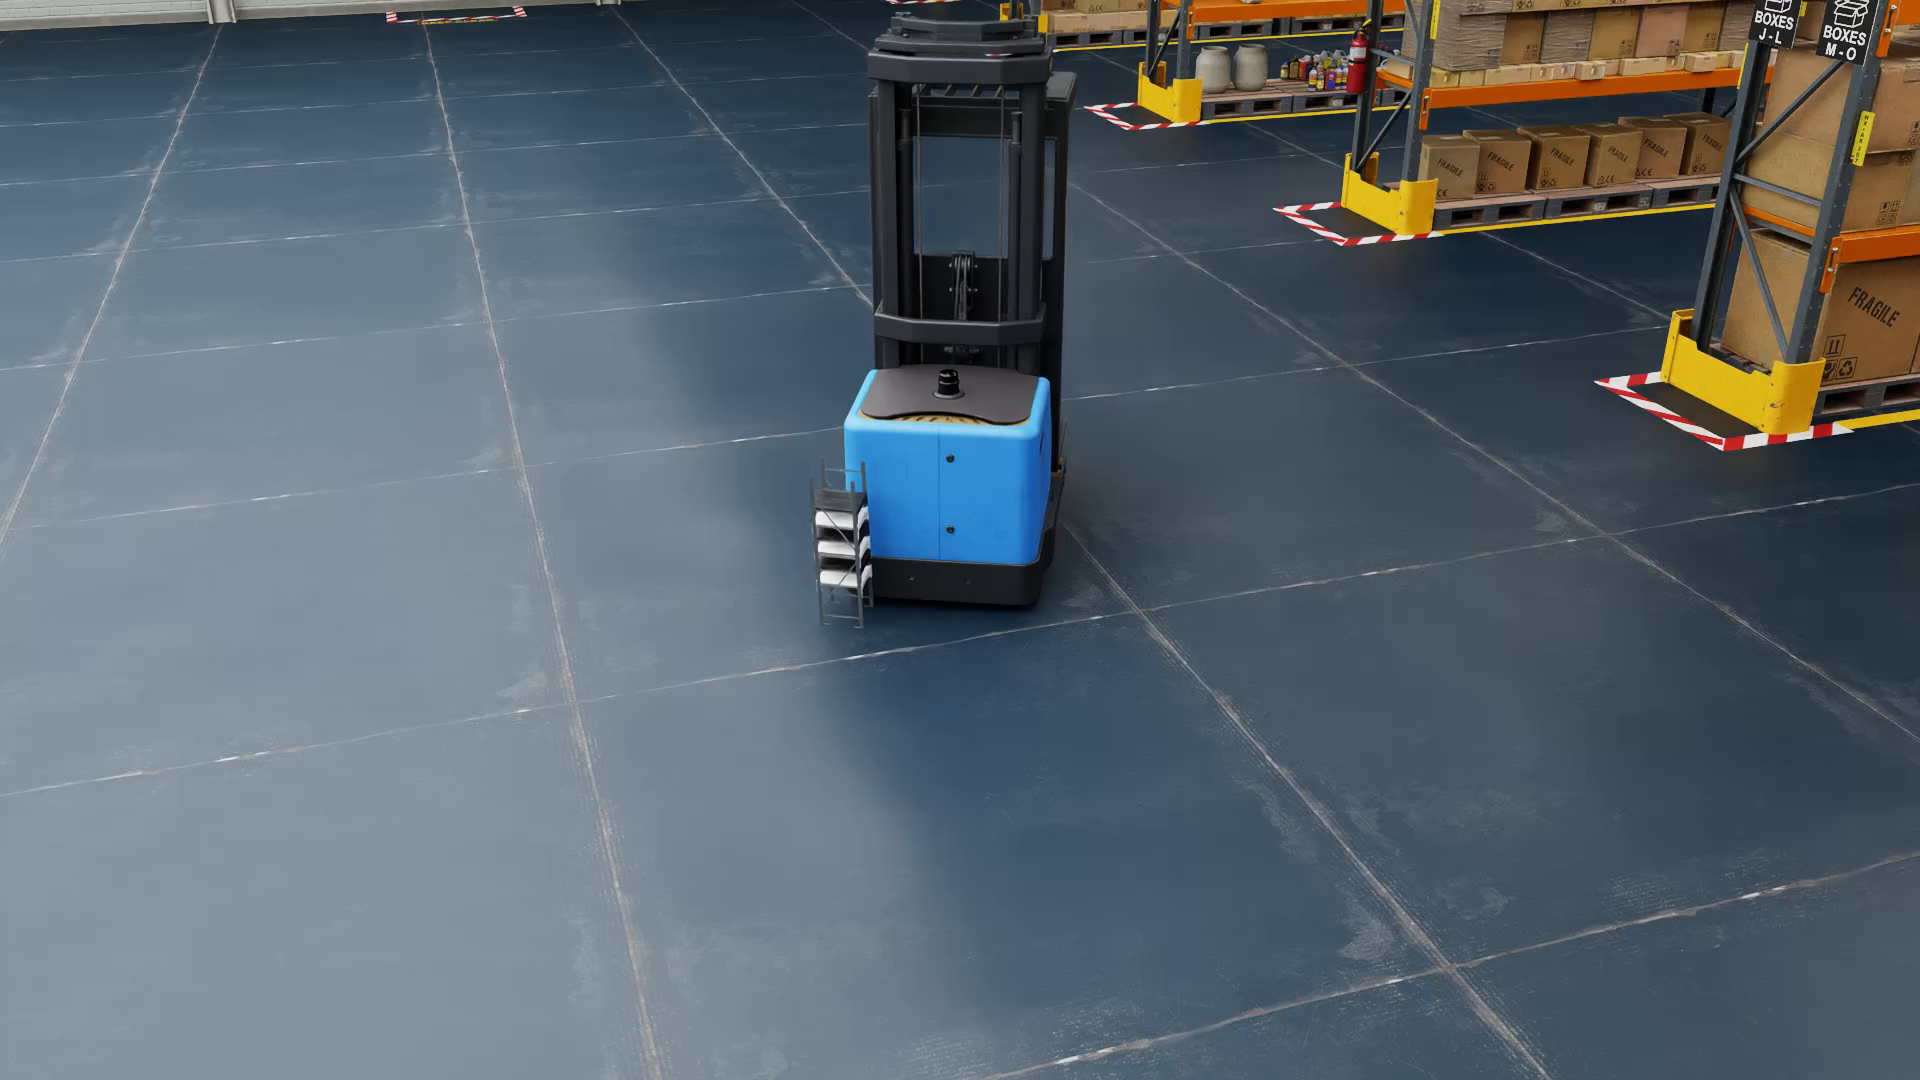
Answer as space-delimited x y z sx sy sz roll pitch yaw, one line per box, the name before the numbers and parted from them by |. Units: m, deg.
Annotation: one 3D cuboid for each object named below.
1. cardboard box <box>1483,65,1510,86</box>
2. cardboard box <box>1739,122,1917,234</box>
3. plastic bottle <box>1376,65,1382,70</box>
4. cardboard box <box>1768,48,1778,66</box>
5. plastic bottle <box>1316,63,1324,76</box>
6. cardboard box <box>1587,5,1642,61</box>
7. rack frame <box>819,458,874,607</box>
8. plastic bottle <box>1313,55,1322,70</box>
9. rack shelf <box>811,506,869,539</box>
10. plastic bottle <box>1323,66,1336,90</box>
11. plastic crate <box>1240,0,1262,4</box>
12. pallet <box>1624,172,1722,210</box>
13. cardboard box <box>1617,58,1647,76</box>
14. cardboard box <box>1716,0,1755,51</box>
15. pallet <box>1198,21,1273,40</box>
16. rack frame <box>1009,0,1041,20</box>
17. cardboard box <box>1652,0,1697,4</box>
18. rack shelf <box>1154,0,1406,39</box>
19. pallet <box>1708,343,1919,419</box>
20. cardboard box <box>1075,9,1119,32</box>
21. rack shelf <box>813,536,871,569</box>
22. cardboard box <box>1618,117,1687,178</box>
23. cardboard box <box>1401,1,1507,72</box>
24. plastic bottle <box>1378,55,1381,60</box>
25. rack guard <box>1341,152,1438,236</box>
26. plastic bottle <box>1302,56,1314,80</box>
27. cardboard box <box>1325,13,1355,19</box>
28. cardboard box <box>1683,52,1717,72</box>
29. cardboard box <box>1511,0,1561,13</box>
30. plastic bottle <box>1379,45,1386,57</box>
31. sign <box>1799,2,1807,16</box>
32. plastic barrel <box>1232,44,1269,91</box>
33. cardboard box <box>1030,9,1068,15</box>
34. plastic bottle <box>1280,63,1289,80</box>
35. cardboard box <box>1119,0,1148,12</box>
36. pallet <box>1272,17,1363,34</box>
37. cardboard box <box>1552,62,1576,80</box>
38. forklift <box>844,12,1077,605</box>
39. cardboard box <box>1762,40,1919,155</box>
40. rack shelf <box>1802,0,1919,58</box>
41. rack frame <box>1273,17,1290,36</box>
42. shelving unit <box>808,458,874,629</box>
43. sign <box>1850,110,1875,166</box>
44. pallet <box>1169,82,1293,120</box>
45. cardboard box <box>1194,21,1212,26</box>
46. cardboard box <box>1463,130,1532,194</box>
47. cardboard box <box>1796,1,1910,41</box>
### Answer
cardboard box | 4.840 -4.303 15.327 0.250 0.149 0.380 -8 28 -16
cardboard box | 5.788 -2.449 11.141 0.550 0.550 0.875 -8 28 -16
plastic bottle | 5.110 -5.742 20.512 0.135 0.276 0.152 -8 27 -15
cardboard box | 7.699 -4.707 16.140 0.250 0.149 0.380 -8 28 -16
plastic bottle | 4.522 -5.891 20.894 0.097 0.201 0.097 0 26 0
cardboard box | 5.946 -4.899 15.797 0.500 0.500 0.875 -8 28 -16
rack frame | -0.594 -0.030 8.755 0.240 0.900 0.006 6 33 11
plastic bottle | 4.466 -5.974 20.979 0.135 0.276 0.152 -9 28 -18
rack shelf | -0.618 -0.101 8.593 0.258 0.077 0.200 6 33 11
plastic bottle | 4.516 -5.638 20.294 0.133 0.283 0.061 -8 27 -15
plastic crate | 3.426 -6.386 19.536 0.250 0.136 0.298 -8 28 -16
pallet | 7.185 -3.617 16.798 1.213 0.211 1.003 -8 28 -16
cardboard box | 6.268 -4.507 15.737 0.250 0.149 0.380 -8 28 -16
cardboard box | 7.365 -5.116 16.234 0.500 0.500 0.875 -8 28 -16
pallet | 3.979 -7.822 25.268 1.213 0.211 1.003 -8 28 -16
rack frame | 0.945 -8.612 23.723 0.127 3.000 1.000 -8 28 -16
cardboard box | 6.519 -5.283 15.447 0.500 0.500 0.500 -8 28 -16
rack shelf | 4.377 -6.470 20.218 4.000 0.370 1.077 -8 28 -16
pallet | 6.185 -1.206 11.941 1.213 0.211 1.003 -8 28 -16
cardboard box | 1.998 -7.618 24.342 0.500 0.250 0.500 -8 28 -16
rack shelf | -0.614 0.052 8.689 0.258 0.077 0.200 6 33 11
cardboard box | 6.877 -3.922 16.615 0.500 0.500 0.500 0 26 0
cardboard box | 4.540 -4.665 15.326 0.500 0.500 0.875 -8 28 -16
plastic bottle | 5.282 -6.036 21.108 0.097 0.271 0.097 0 26 0
rack guard | 4.081 -3.313 15.862 0.348 0.500 1.175 -8 28 -16
plastic bottle | 4.367 -5.914 20.848 0.133 0.283 0.061 -8 28 -16
cardboard box | 5.695 -8.140 25.392 0.500 0.250 0.500 -8 27 -15
cardboard box | 6.999 -4.586 15.897 0.250 0.149 0.380 -8 28 -16
cardboard box | 5.094 -5.075 15.027 0.500 0.500 0.500 -8 28 -16
plastic bottle | 5.382 -6.142 21.234 0.185 0.351 0.144 -7 27 -15
sign | 7.988 -5.133 15.742 0.005 0.325 0.100 -8 28 -16
plastic barrel | 3.554 -5.782 20.350 0.421 0.512 0.421 0 26 0
cardboard box | 1.363 -7.767 24.641 0.500 0.250 0.500 -8 28 -16
plastic bottle | 4.086 -5.899 20.910 0.097 0.201 0.097 0 26 0
cardboard box | 2.470 -8.028 24.323 0.500 0.500 0.500 -8 28 -16
pallet | 5.437 -8.031 25.690 1.213 0.211 1.003 -8 28 -16
cardboard box | 5.540 -4.423 15.569 0.250 0.149 0.380 -8 28 -16
forklift | 0.078 -1.589 9.656 1.130 2.935 3.031 3 27 6
cardboard box | 5.814 -2.897 10.829 0.550 0.550 0.875 -8 28 -16
rack shelf | 7.350 -3.608 11.080 4.000 0.370 1.077 -8 28 -16
rack frame | 4.748 -9.162 24.832 0.127 3.000 1.000 -8 28 -16
shelving unit | -0.615 0.023 8.671 0.258 0.900 0.210 6 33 11
sign | 5.615 -2.499 10.348 0.005 0.325 0.100 -8 28 -16
pallet | 3.307 -5.408 20.405 1.213 0.211 1.003 -8 28 -16
cardboard box | 3.425 -7.823 24.754 0.500 0.250 0.500 -8 28 -16
cardboard box | 5.166 -3.667 16.101 0.500 0.500 0.500 -1 26 -3
cardboard box | 8.611 -5.480 16.269 1.000 1.000 1.000 -8 28 -16
